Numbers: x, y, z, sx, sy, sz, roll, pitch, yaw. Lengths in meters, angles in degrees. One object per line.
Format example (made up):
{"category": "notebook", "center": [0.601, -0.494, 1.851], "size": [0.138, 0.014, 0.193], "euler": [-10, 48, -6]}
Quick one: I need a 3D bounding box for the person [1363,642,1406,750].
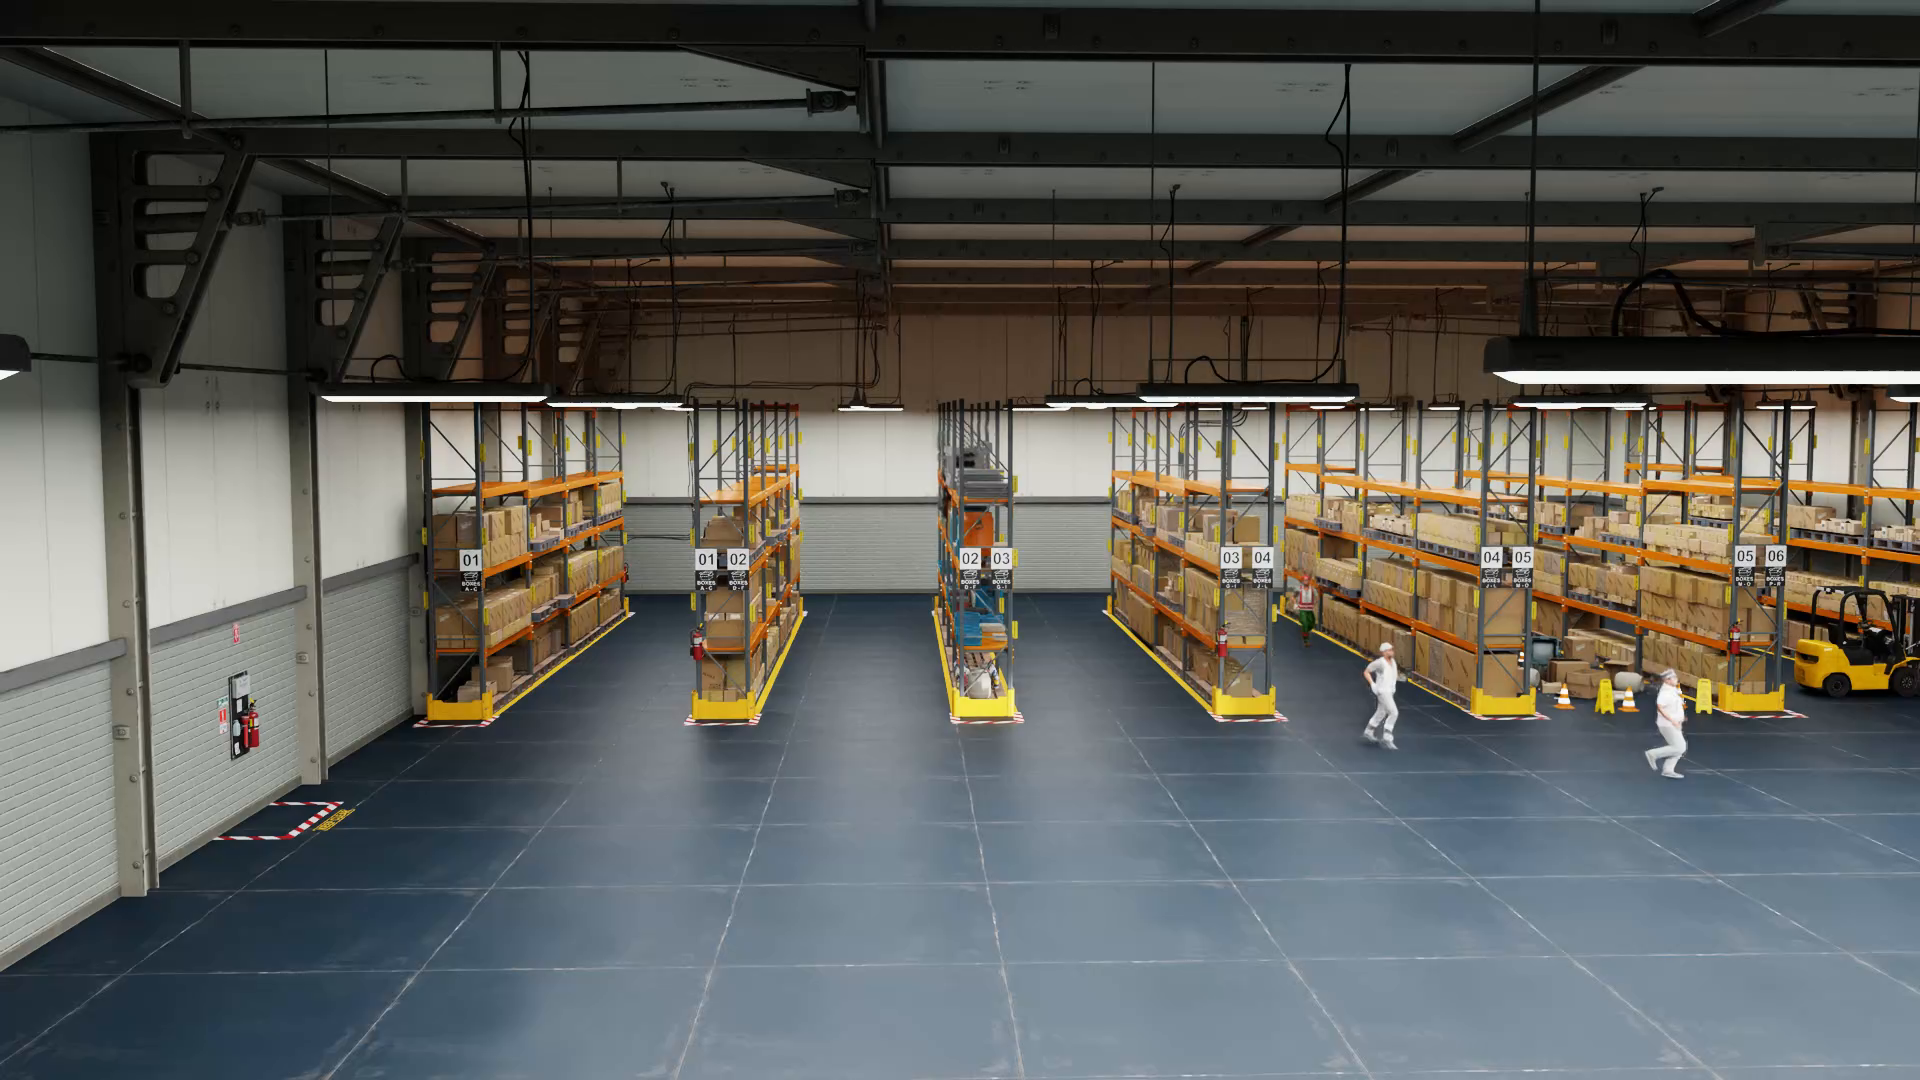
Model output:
{"category": "person", "center": [7.300, 2.663, 28.596], "size": [0.756, 1.836, 0.636], "euler": [4, 6, 43]}

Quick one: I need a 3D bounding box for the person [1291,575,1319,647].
{"category": "person", "center": [8.521, 1.730, 41.029], "size": [0.657, 1.755, 0.760], "euler": [0, 4, -2]}

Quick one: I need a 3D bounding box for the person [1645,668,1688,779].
{"category": "person", "center": [11.119, 2.875, 26.153], "size": [0.602, 1.742, 0.664], "euler": [2, 5, 24]}
